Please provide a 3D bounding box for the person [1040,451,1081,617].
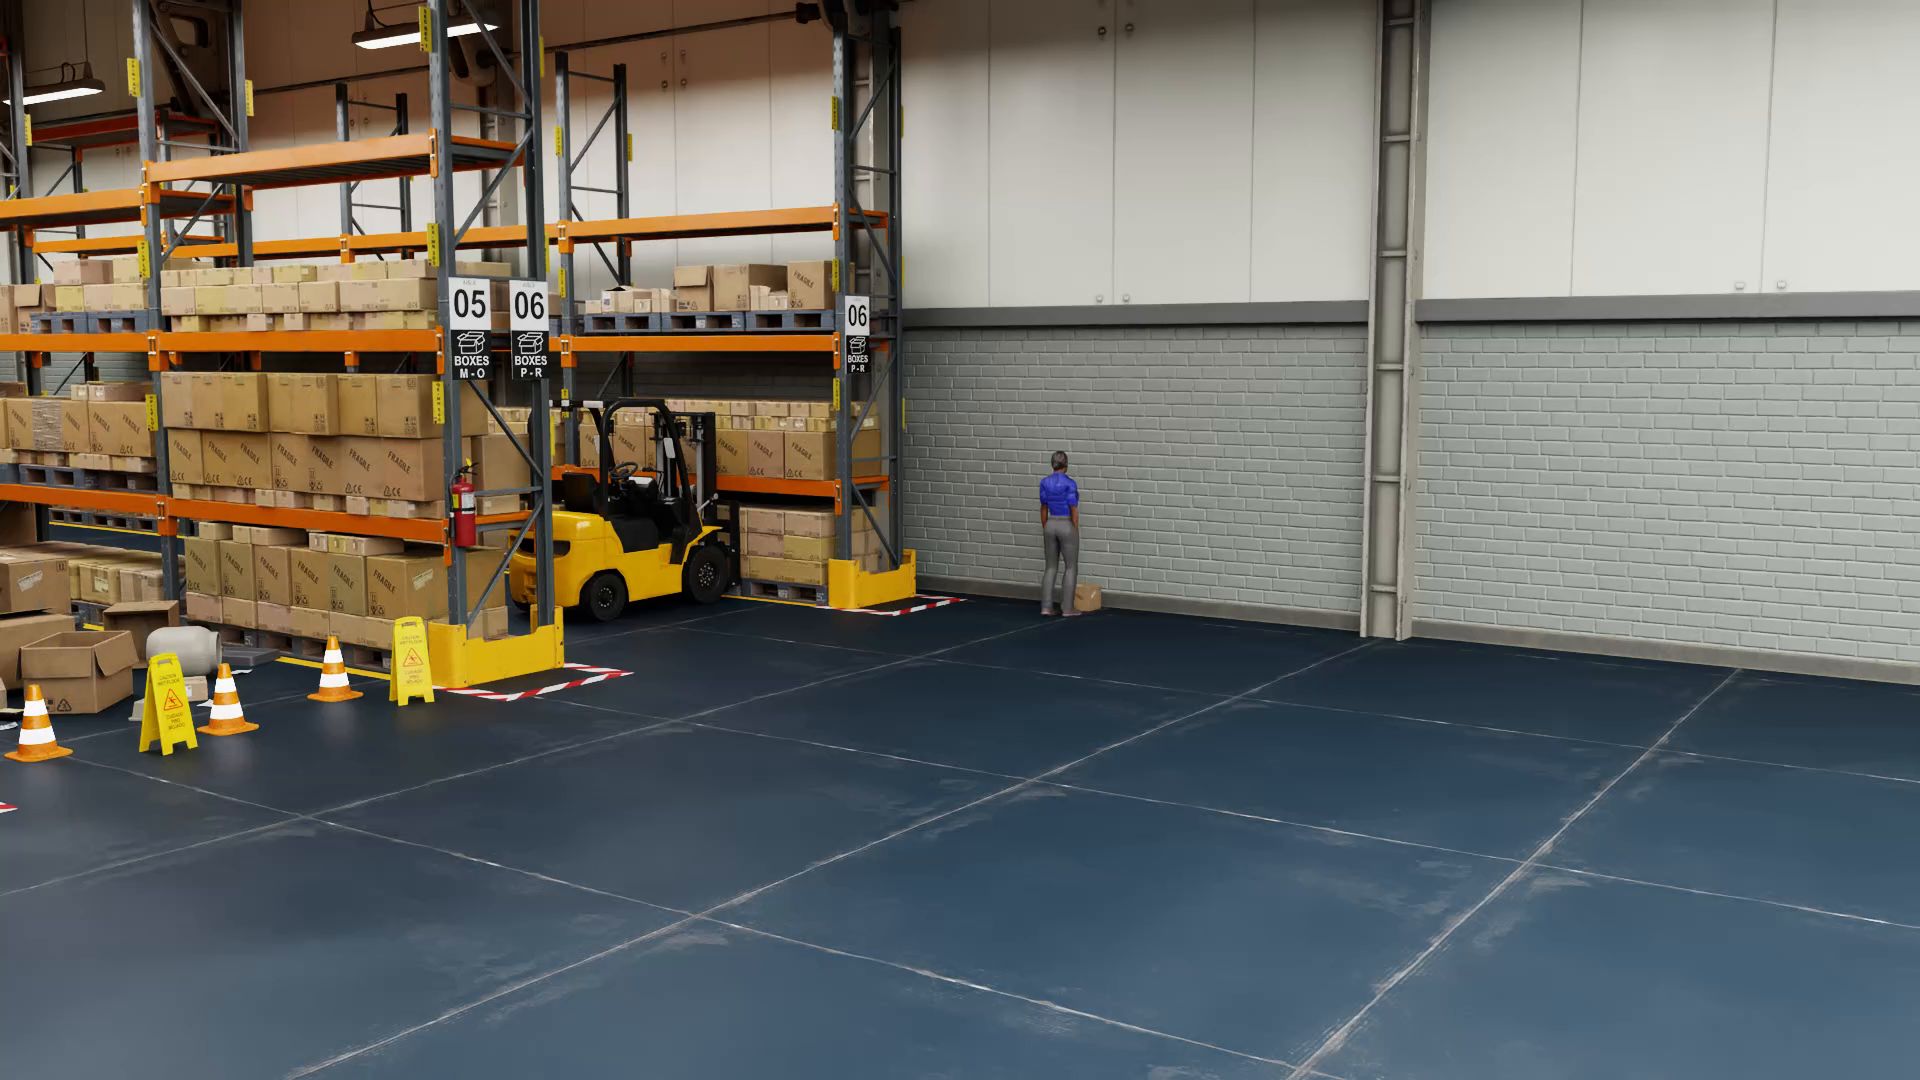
[{"bbox_3d":[0.998,-0.056,16.621,0.436,1.672,0.312,4,8,35],"label":"person"}]
